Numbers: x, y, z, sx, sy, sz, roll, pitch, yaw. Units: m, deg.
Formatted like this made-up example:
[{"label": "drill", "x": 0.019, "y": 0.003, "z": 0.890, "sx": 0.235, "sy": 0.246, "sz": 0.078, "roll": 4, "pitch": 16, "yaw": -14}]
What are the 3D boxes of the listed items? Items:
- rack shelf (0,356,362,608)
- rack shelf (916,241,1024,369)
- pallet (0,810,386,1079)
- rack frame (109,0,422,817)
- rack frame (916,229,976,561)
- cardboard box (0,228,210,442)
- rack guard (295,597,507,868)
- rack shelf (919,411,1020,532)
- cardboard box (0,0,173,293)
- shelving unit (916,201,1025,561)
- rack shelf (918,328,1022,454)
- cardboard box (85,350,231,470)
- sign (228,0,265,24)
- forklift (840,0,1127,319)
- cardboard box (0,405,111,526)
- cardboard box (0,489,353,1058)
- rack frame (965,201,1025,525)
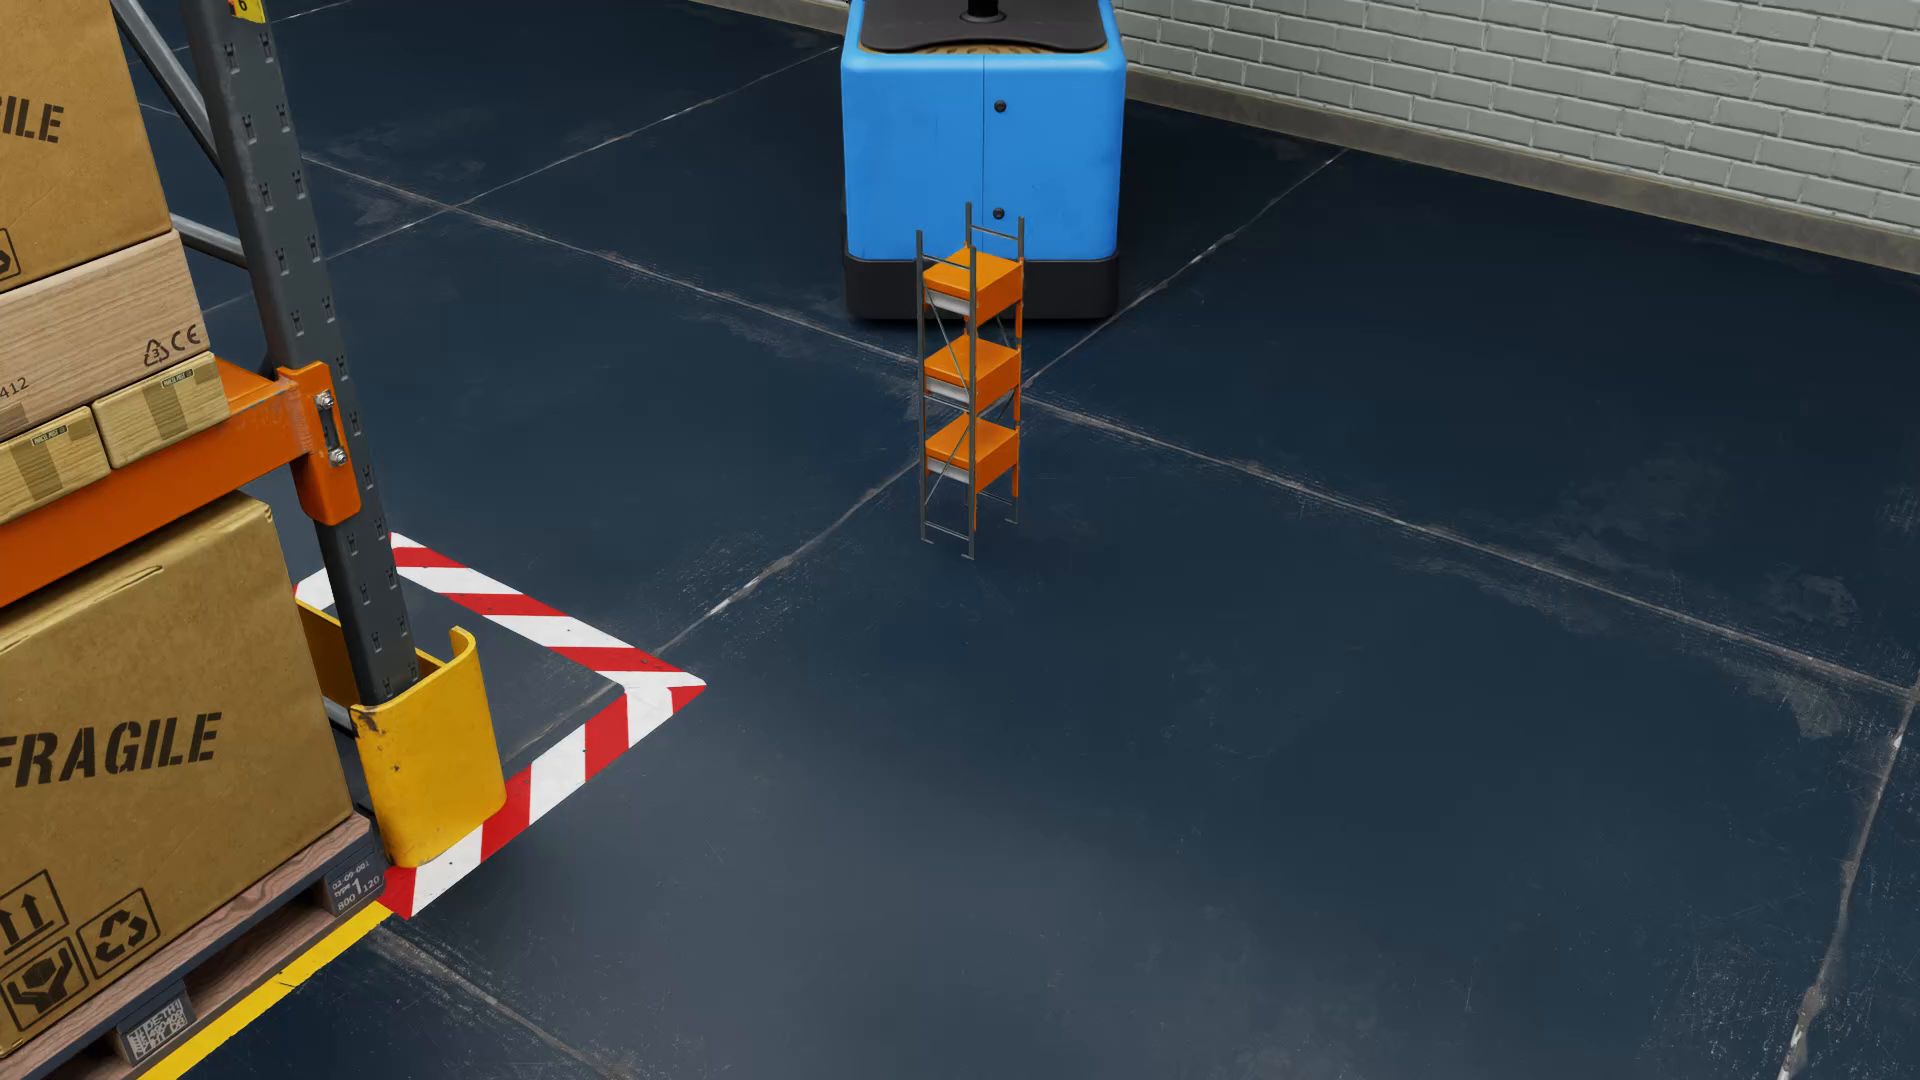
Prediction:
[{"label": "rack shelf", "x": -2.869, "y": 0.538, "z": 2.419, "sx": 1.077, "sy": 0.370, "sz": 4.000, "roll": 21, "pitch": 39, "yaw": 28}, {"label": "rack shelf", "x": 0.031, "y": -0.686, "z": 4.839, "sx": 0.215, "sy": 0.259, "sz": 0.240, "roll": 21, "pitch": 39, "yaw": 28}, {"label": "pallet", "x": -2.120, "y": 0.868, "z": 3.778, "sx": 1.003, "sy": 0.211, "sz": 1.213, "roll": 21, "pitch": 39, "yaw": 28}, {"label": "rack frame", "x": -1.729, "y": -0.680, "z": 3.578, "sx": 1.000, "sy": 3.000, "sz": 0.127, "roll": 21, "pitch": 39, "yaw": 28}, {"label": "rack frame", "x": -0.039, "y": -0.403, "z": 4.909, "sx": 0.200, "sy": 1.050, "sz": 0.008, "roll": 21, "pitch": 39, "yaw": 28}, {"label": "cardboard box", "x": -1.787, "y": -0.434, "z": 3.082, "sx": 0.500, "sy": 0.250, "sz": 0.500, "roll": 21, "pitch": 39, "yaw": 27}, {"label": "rack guard", "x": -1.715, "y": 0.344, "z": 4.295, "sx": 1.175, "sy": 0.500, "sz": 0.348, "roll": 21, "pitch": 39, "yaw": 28}, {"label": "rack shelf", "x": 0.031, "y": -0.221, "z": 5.154, "sx": 0.215, "sy": 0.259, "sz": 0.240, "roll": 21, "pitch": 39, "yaw": 28}, {"label": "cardboard box", "x": -1.791, "y": -0.744, "z": 2.871, "sx": 0.500, "sy": 0.500, "sz": 0.500, "roll": 22, "pitch": 40, "yaw": 29}, {"label": "shelving unit", "x": 0.031, "y": -0.460, "z": 4.992, "sx": 0.215, "sy": 1.050, "sz": 0.252, "roll": 21, "pitch": 39, "yaw": 28}, {"label": "rack shelf", "x": 0.031, "y": -0.451, "z": 4.998, "sx": 0.215, "sy": 0.259, "sz": 0.240, "roll": 21, "pitch": 39, "yaw": 28}, {"label": "cardboard box", "x": -1.661, "y": -0.307, "z": 3.251, "sx": 0.380, "sy": 0.149, "sz": 0.250, "roll": 22, "pitch": 40, "yaw": 29}, {"label": "sign", "x": -1.291, "y": -1.078, "z": 2.922, "sx": 0.100, "sy": 0.325, "sz": 0.005, "roll": 21, "pitch": 39, "yaw": 28}, {"label": "forklift", "x": 0.080, "y": -2.851, "z": 6.849, "sx": 1.130, "sy": 2.935, "sz": 3.031, "roll": 0, "pitch": 34, "yaw": 0}, {"label": "cardboard box", "x": -1.808, "y": -0.187, "z": 3.073, "sx": 0.380, "sy": 0.149, "sz": 0.250, "roll": 22, "pitch": 40, "yaw": 29}, {"label": "cardboard box", "x": -2.028, "y": 0.346, "z": 3.583, "sx": 0.875, "sy": 0.875, "sz": 0.875, "roll": 21, "pitch": 39, "yaw": 28}, {"label": "rack frame", "x": 0.100, "y": -0.516, "z": 5.075, "sx": 0.200, "sy": 1.050, "sz": 0.008, "roll": 21, "pitch": 39, "yaw": 28}]
